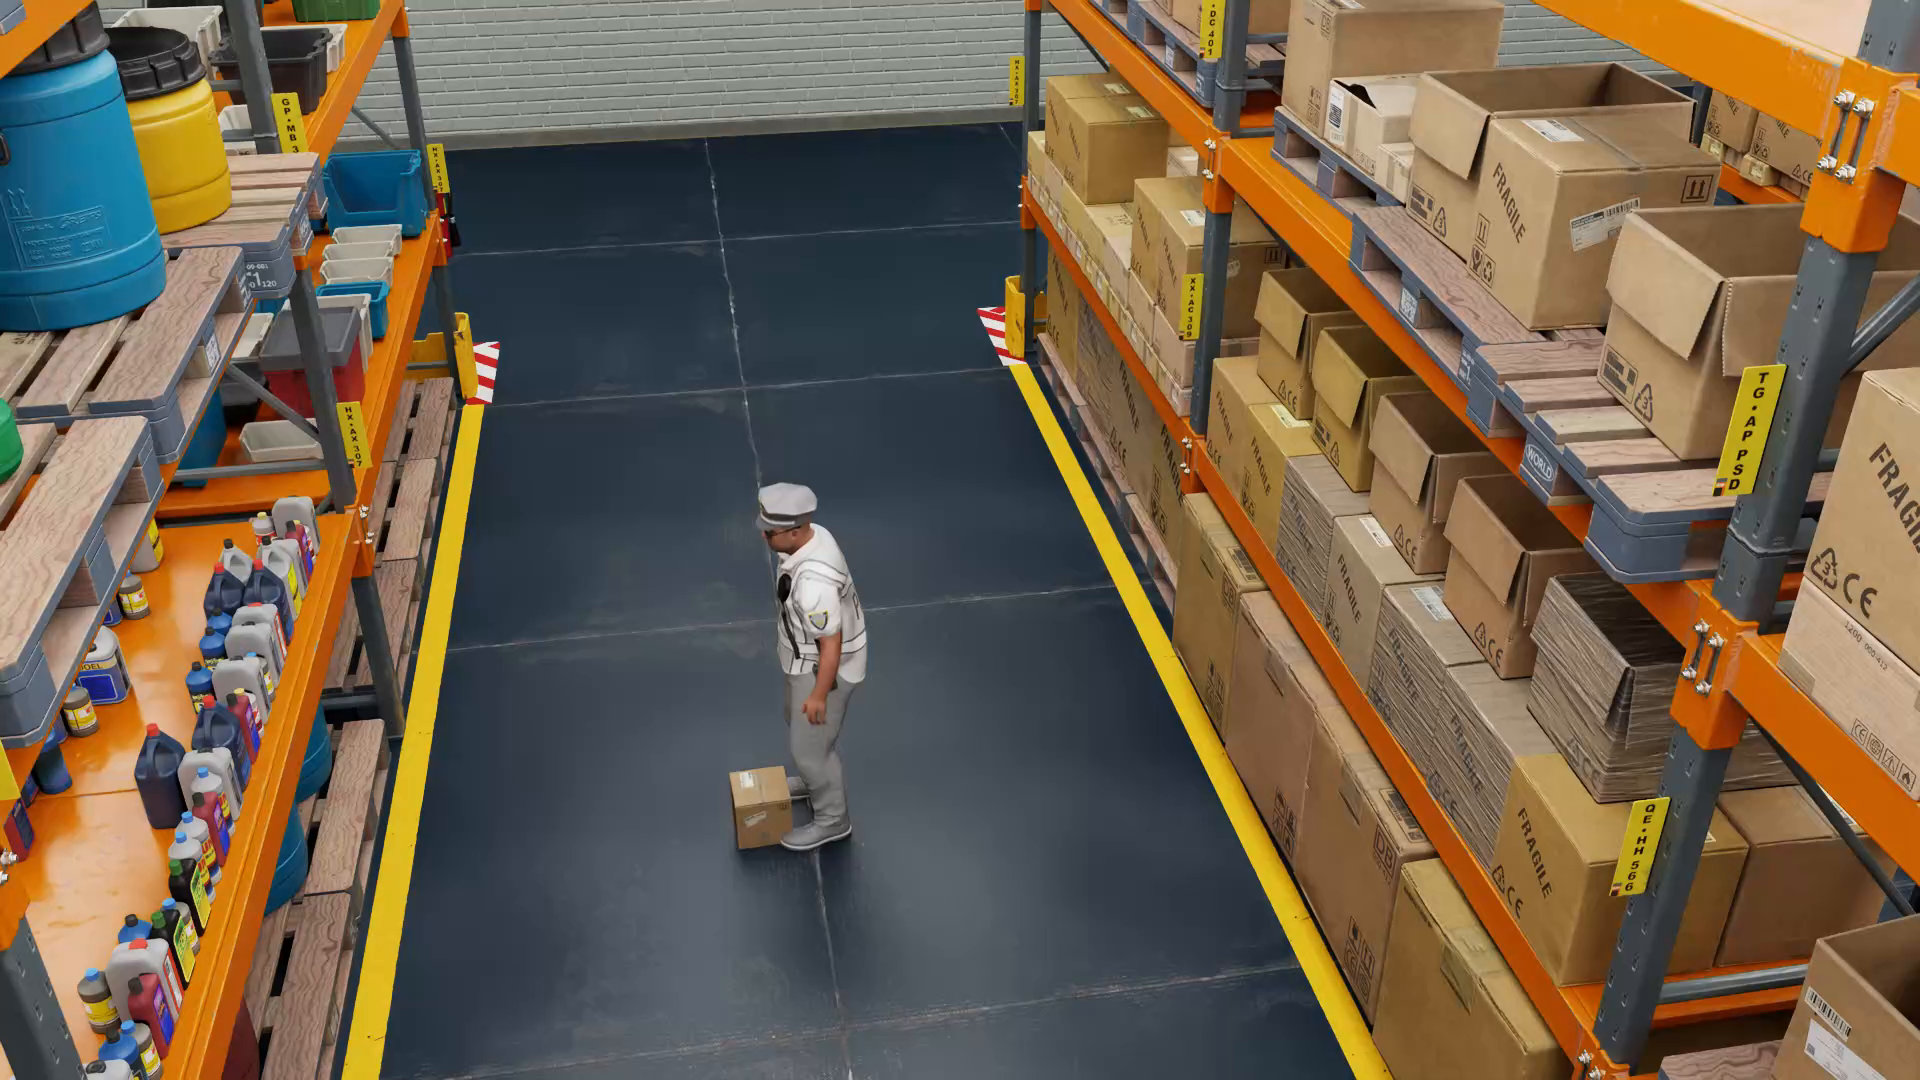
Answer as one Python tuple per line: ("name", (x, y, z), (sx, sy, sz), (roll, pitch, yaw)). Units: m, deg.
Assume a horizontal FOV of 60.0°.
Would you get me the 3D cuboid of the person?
("person", (-0.628, 0.535, 7.222), (0.436, 1.746, 0.588), (-7, 31, -11))
